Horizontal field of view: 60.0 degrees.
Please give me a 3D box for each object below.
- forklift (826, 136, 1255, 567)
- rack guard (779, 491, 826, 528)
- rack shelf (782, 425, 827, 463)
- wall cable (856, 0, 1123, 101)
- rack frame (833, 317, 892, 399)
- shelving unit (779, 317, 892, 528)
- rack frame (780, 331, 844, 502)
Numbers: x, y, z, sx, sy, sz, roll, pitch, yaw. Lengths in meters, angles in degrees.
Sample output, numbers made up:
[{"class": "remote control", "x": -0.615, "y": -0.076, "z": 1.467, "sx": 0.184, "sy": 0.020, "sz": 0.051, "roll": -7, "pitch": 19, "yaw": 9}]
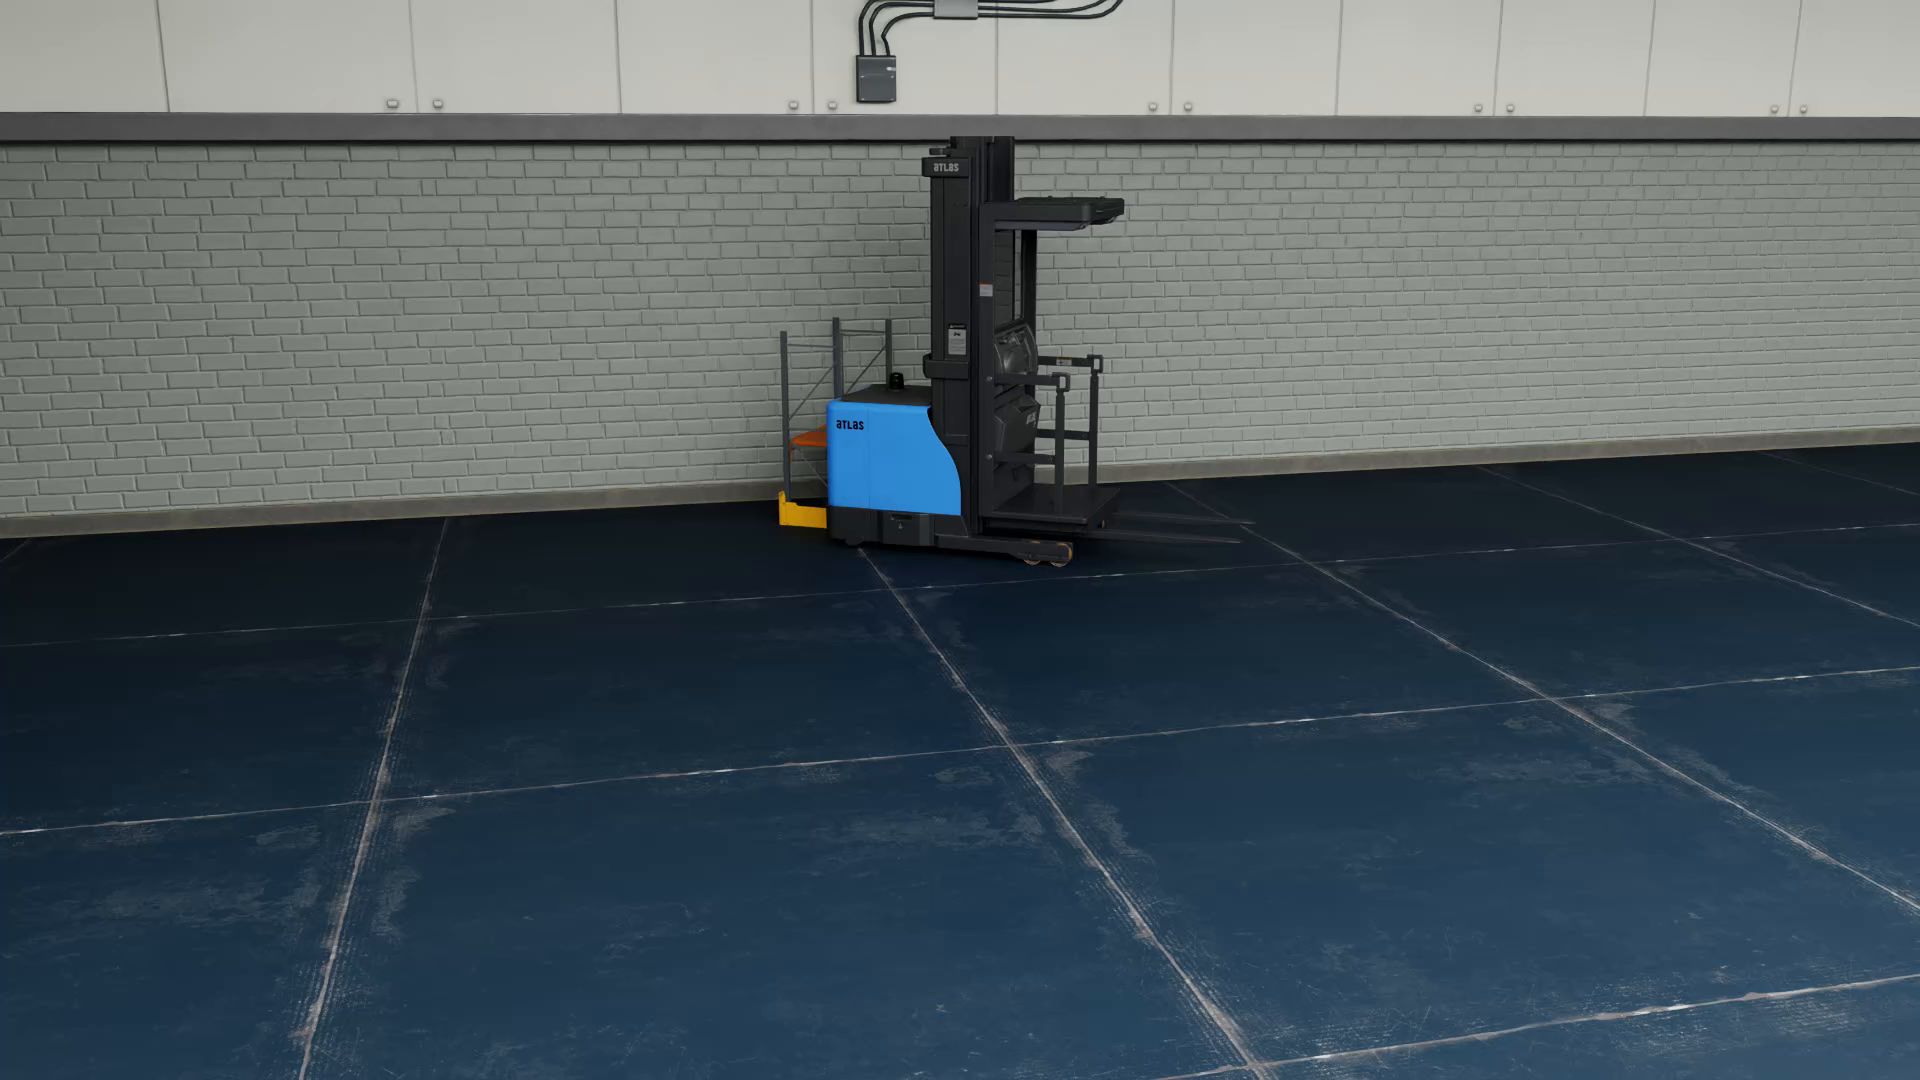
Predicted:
[{"class": "forklift", "x": 0.591, "y": -1.378, "z": 11.890, "sx": 3.031, "sy": 2.935, "sz": 1.130, "roll": 4, "pitch": 14, "yaw": 18}, {"class": "rack guard", "x": -1.118, "y": -0.228, "z": 12.834, "sx": 0.587, "sy": 0.250, "sz": 0.087, "roll": 5, "pitch": 14, "yaw": 18}, {"class": "rack shelf", "x": -0.955, "y": -0.774, "z": 13.195, "sx": 0.538, "sy": 0.185, "sz": 1.000, "roll": 5, "pitch": 14, "yaw": 18}, {"class": "wall cable", "x": 0.312, "y": -6.454, "z": 12.716, "sx": 2.305, "sy": 6.003, "sz": 0.169, "roll": -3, "pitch": 14, "yaw": -13}, {"class": "rack frame", "x": -0.792, "y": -1.063, "z": 13.620, "sx": 0.500, "sy": 1.500, "sz": 0.032, "roll": 5, "pitch": 14, "yaw": 18}, {"class": "shelving unit", "x": -0.958, "y": -0.947, "z": 13.144, "sx": 0.587, "sy": 1.500, "sz": 1.083, "roll": 5, "pitch": 14, "yaw": 18}, {"class": "rack frame", "x": -1.118, "y": -0.835, "z": 12.684, "sx": 0.500, "sy": 1.500, "sz": 0.032, "roll": 5, "pitch": 14, "yaw": 18}]
